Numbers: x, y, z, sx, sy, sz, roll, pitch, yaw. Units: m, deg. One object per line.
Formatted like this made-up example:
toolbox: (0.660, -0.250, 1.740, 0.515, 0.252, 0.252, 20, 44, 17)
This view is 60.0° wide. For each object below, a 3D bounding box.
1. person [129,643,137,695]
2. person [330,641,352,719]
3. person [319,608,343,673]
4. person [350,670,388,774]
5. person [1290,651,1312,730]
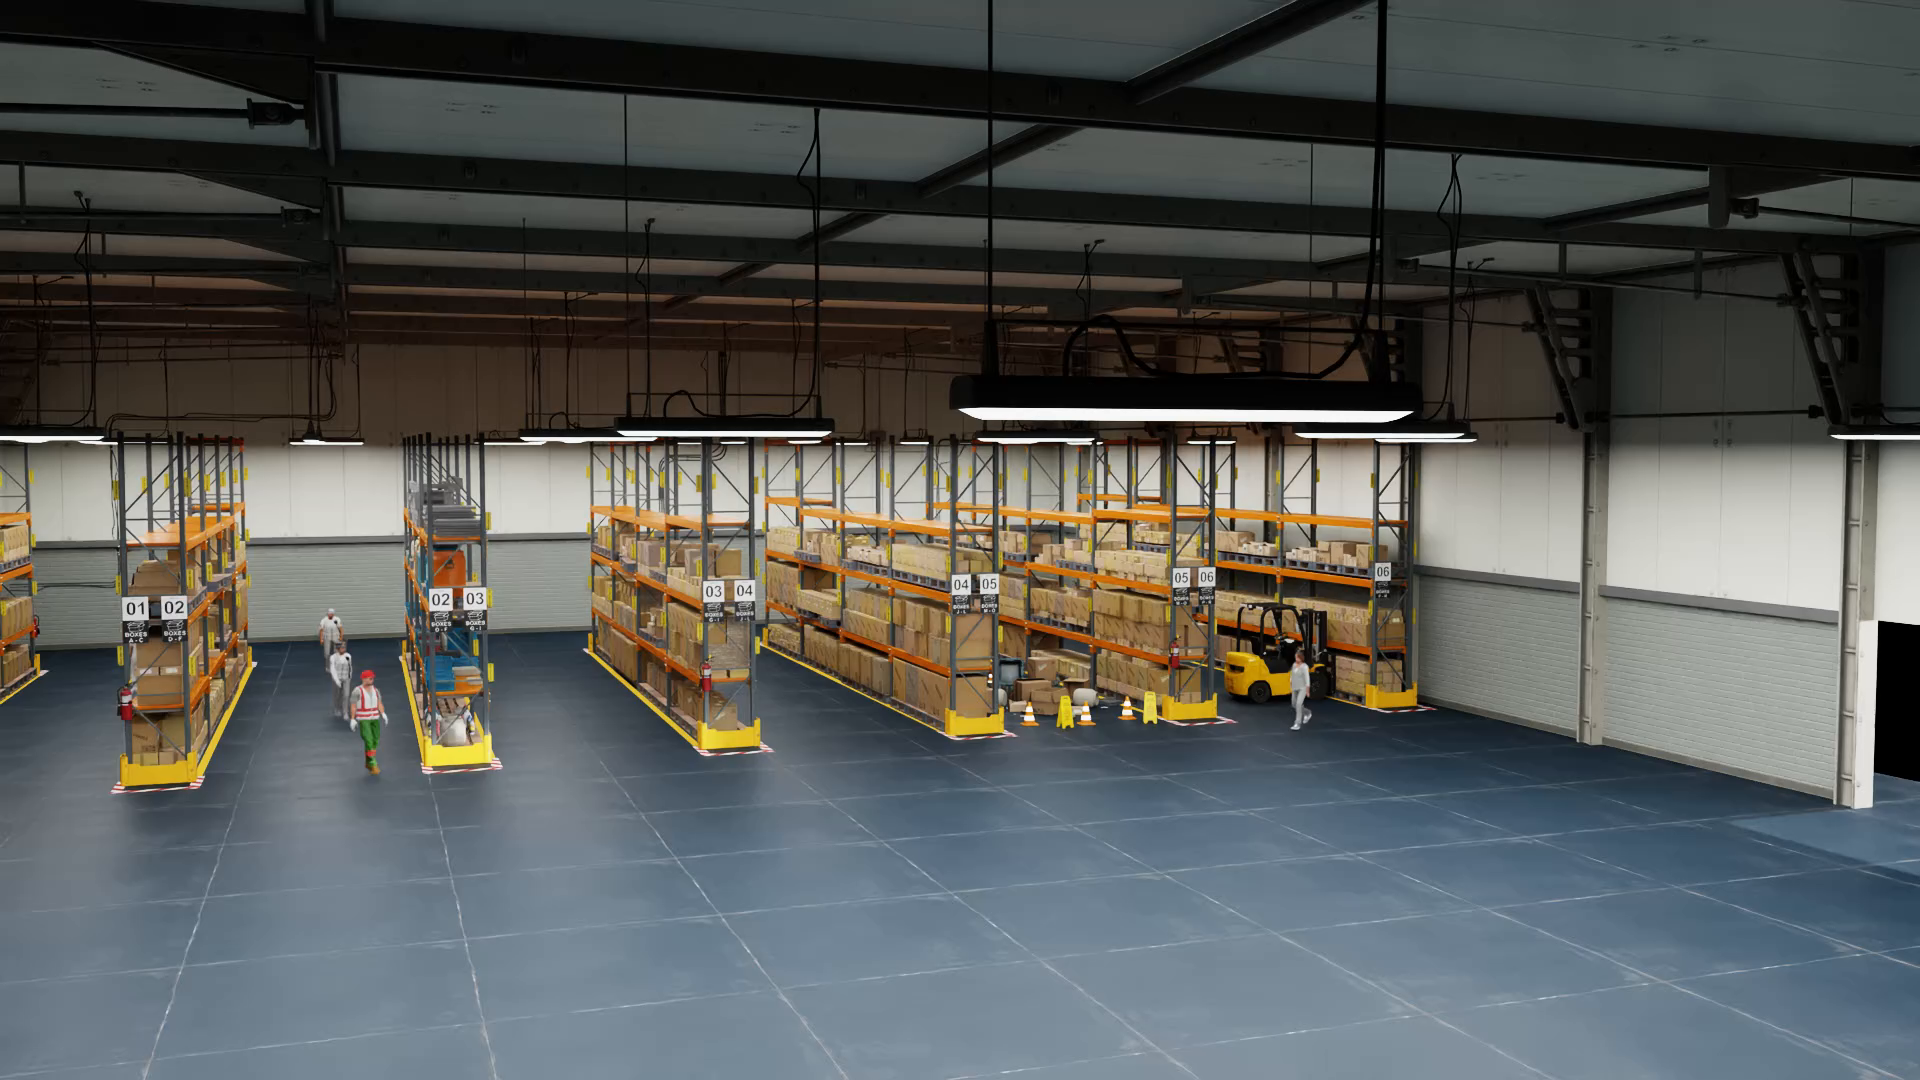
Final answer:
person: (-18.911, 2.779, 38.339, 0.499, 1.646, 0.621, -1, 3, -18)
person: (-13.077, 2.948, 35.191, 0.467, 1.615, 0.935, -2, 4, -32)
person: (-16.115, 2.555, 42.585, 0.571, 1.647, 0.592, -1, 3, -25)
person: (-10.387, 3.205, 29.422, 0.771, 1.774, 0.570, 2, 4, 37)
person: (6.949, 3.046, 33.915, 0.808, 1.564, 0.439, -3, 4, -40)
